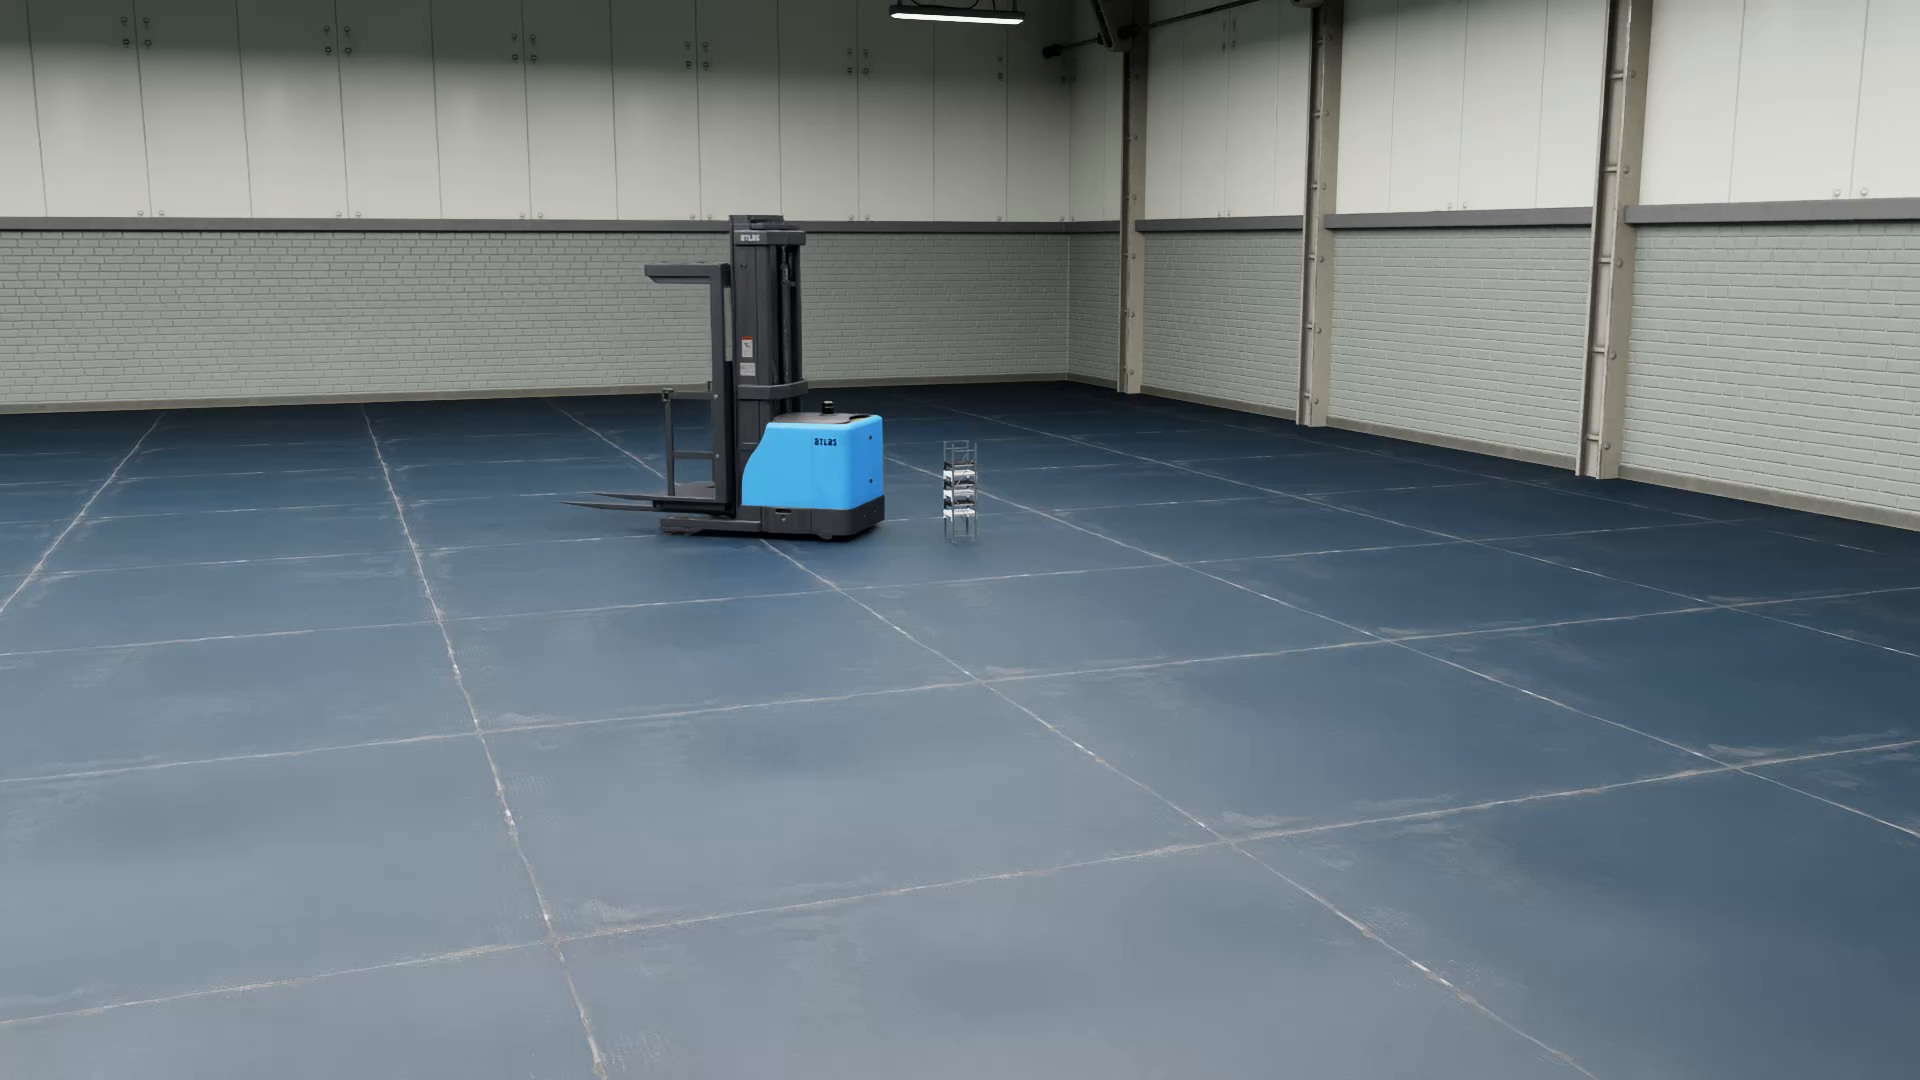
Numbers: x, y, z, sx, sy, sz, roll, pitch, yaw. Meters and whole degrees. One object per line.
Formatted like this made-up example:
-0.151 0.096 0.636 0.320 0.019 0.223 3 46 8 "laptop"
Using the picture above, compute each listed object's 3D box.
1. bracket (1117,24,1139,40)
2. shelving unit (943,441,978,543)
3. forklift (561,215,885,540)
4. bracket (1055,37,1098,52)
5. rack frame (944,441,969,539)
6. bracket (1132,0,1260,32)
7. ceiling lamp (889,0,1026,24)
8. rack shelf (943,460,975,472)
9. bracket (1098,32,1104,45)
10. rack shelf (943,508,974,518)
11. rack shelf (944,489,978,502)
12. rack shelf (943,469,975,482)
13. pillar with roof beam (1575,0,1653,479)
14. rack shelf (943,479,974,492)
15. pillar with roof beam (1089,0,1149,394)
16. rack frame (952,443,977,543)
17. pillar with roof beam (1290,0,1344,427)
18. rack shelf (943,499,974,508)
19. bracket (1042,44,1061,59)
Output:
2.922 -8.816 28.836 0.235 0.232 0.430 -4 11 -21 "bracket"
0.003 -0.442 15.164 0.258 0.900 0.210 -4 11 -21 "shelving unit"
-2.297 -1.568 15.697 3.031 2.935 1.130 3 10 16 "forklift"
1.976 -9.241 31.230 0.076 0.066 3.189 -4 11 -21 "bracket"
-0.034 -0.458 15.257 0.240 0.900 0.006 -4 11 -21 "rack frame"
3.856 -8.395 26.472 0.076 0.066 4.783 -4 11 -21 "bracket"
-0.121 -9.062 23.832 2.000 3.185 0.800 -4 11 -21 "ceiling lamp"
0.003 -0.675 15.122 0.258 0.077 0.200 -4 11 -21 "rack shelf"
2.621 -8.951 29.597 0.235 0.232 0.430 -4 11 -21 "bracket"
0.003 -0.232 15.201 0.258 0.077 0.200 -4 11 -21 "rack shelf"
0.003 -0.409 15.170 0.258 0.077 0.200 -4 11 -21 "rack shelf"
0.003 -0.586 15.138 0.258 0.077 0.200 -4 11 -21 "rack shelf"
3.439 -4.902 17.111 9.100 9.000 0.400 -4 11 -21 "pillar with roof beam"
0.003 -0.498 15.154 0.258 0.077 0.200 -4 11 -21 "rack shelf"
-0.910 -6.860 28.123 9.100 9.000 0.548 -4 11 -21 "pillar with roof beam"
0.040 -0.425 15.070 0.240 0.900 0.006 -4 11 -21 "rack frame"
1.264 -5.881 22.617 9.100 9.000 0.548 -4 11 -21 "pillar with roof beam"
0.003 -0.320 15.185 0.258 0.077 0.200 -4 11 -21 "rack shelf"
1.762 -9.338 31.772 0.235 0.232 0.430 -4 11 -21 "bracket"
